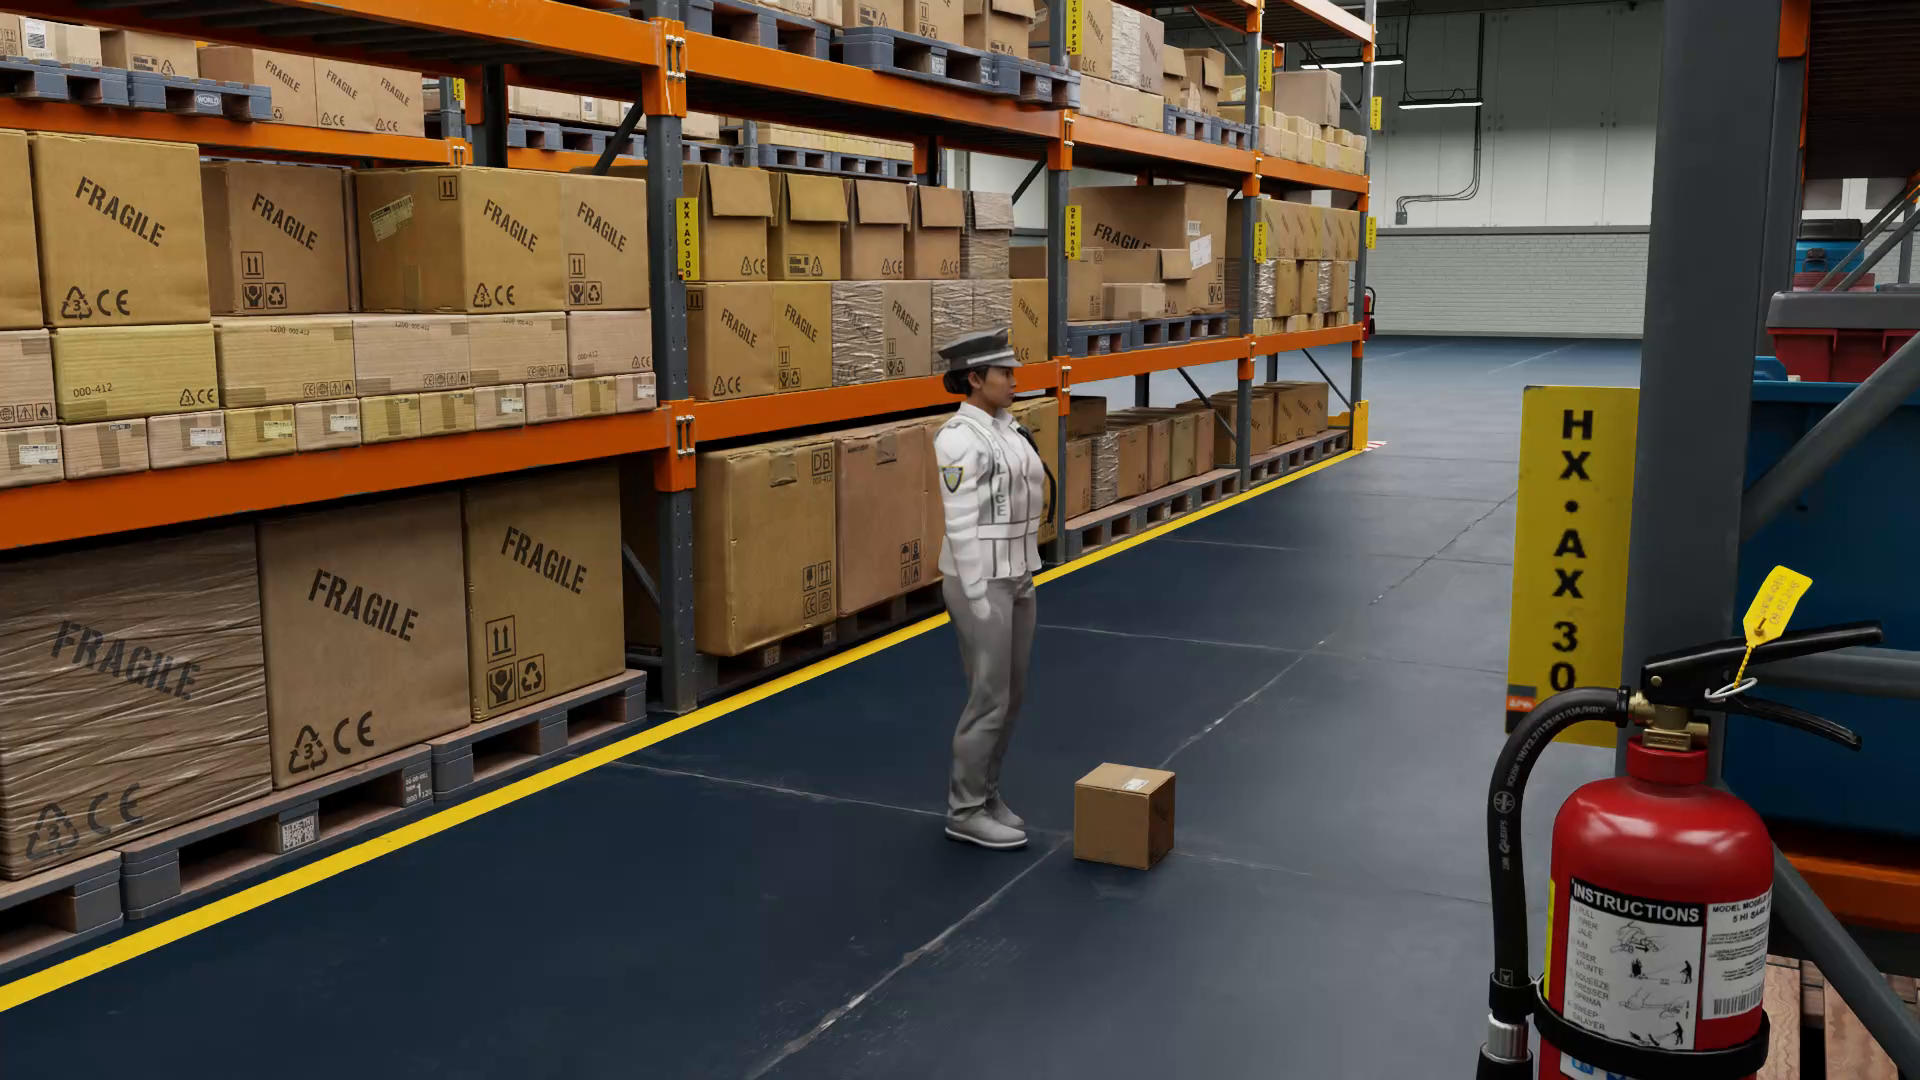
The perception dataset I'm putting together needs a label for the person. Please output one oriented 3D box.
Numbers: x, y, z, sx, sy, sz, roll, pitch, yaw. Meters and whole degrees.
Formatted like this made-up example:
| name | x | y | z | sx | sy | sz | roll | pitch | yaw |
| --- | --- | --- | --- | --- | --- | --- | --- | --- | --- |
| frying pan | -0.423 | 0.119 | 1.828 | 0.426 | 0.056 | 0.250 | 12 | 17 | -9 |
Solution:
| name | x | y | z | sx | sy | sz | roll | pitch | yaw |
| --- | --- | --- | --- | --- | --- | --- | --- | --- | --- |
| person | 0.110 | 0.169 | 5.441 | 0.361 | 1.728 | 0.470 | 5 | 10 | 27 |
